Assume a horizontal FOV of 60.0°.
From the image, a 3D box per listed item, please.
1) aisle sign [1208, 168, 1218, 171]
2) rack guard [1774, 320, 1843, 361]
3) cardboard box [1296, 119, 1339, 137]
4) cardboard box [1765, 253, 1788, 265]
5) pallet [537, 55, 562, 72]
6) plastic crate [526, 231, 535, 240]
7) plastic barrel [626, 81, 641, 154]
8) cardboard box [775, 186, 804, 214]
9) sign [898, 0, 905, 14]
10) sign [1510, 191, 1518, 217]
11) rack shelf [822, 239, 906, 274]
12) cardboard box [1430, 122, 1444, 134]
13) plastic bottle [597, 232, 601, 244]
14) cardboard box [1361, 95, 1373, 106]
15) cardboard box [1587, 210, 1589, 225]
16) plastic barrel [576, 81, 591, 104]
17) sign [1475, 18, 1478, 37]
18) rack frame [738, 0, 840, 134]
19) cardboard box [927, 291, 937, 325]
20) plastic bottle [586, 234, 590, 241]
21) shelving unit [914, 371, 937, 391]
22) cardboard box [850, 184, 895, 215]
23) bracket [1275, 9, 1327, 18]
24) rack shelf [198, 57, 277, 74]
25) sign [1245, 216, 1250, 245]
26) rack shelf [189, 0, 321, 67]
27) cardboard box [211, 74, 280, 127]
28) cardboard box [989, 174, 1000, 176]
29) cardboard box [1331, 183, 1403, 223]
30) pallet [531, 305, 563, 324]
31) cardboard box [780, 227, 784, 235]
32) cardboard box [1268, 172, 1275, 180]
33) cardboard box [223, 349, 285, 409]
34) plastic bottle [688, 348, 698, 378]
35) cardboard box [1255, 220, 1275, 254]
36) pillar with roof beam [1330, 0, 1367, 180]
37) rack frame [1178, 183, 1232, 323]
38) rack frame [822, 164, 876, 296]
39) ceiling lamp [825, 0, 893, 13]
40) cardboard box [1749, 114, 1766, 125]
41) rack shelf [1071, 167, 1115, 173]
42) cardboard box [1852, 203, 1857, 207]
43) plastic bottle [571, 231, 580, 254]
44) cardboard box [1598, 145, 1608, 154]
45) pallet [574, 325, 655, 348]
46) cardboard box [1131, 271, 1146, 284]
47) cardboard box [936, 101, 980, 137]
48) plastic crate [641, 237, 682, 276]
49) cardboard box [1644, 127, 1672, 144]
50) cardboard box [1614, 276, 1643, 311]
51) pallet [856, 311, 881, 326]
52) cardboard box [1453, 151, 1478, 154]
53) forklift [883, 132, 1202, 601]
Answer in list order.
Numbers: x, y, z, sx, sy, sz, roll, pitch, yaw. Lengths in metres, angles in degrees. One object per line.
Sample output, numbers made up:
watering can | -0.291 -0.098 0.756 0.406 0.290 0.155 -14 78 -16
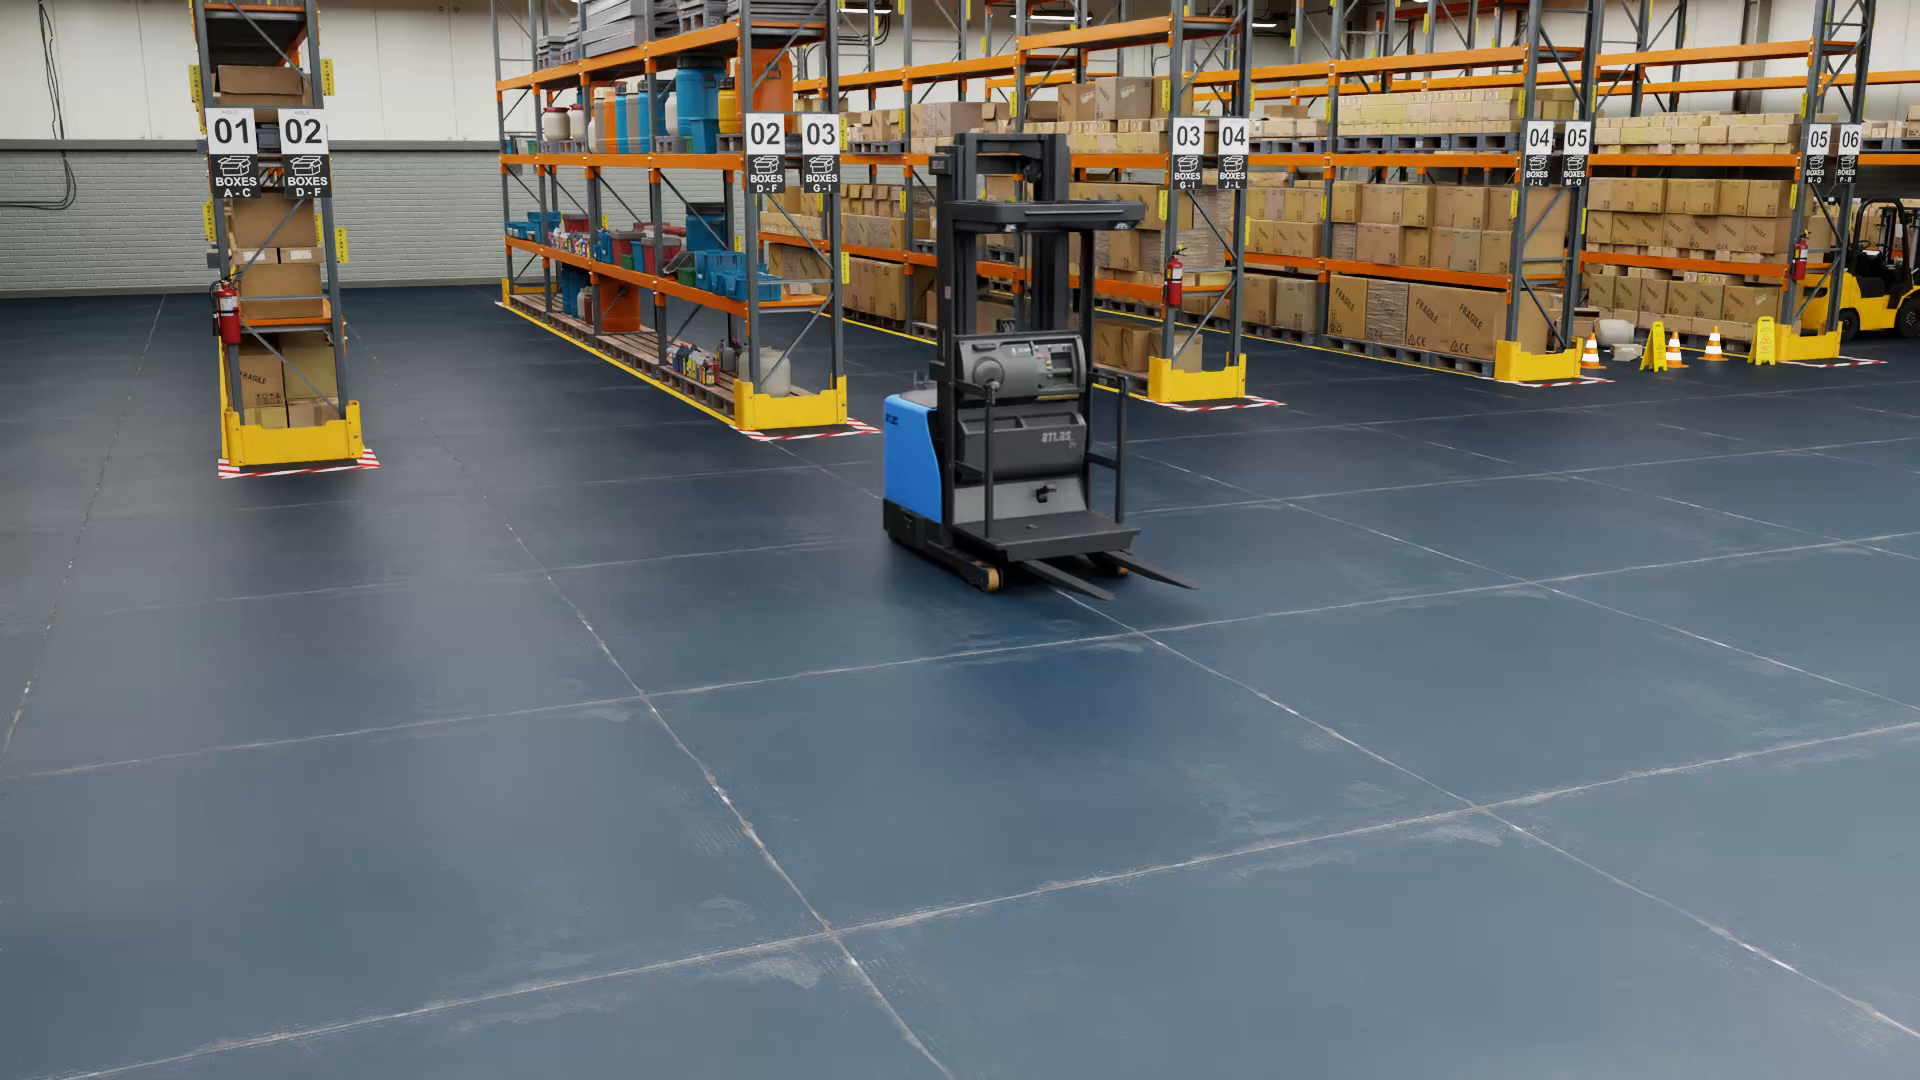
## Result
aisle sign | 5.747 -8.633 37.251 0.394 0.787 0.004 -6 14 -23
rack guard | 11.870 -2.815 23.426 1.175 0.500 0.348 -6 14 -23
cardboard box | 5.374 -6.149 24.813 0.500 0.250 0.500 -5 14 -22
cardboard box | 11.555 -3.953 23.355 0.380 0.149 0.250 -5 14 -21
pallet | -6.165 -7.622 26.651 1.003 0.211 1.213 -6 14 -23
plastic crate | -7.497 -5.388 29.448 0.293 0.136 0.466 -6 14 -23
plastic barrel | -3.984 -5.428 21.405 0.600 0.901 0.600 0 13 0
cardboard box | -3.230 -6.532 31.950 0.500 0.500 0.500 -6 14 -24
sign | -0.891 -8.179 25.330 0.100 0.325 0.005 -6 14 -23
sign | 6.903 -4.183 20.697 0.100 0.325 0.005 -6 14 -23
rack shelf | -1.185 -4.838 28.216 1.077 0.370 4.000 -6 14 -23
cardboard box | 6.454 -5.442 21.984 0.380 0.149 0.250 -6 14 -23
plastic bottle | -5.829 -4.845 26.935 0.097 0.271 0.097 0 13 0
cardboard box | 5.842 -6.146 23.255 0.380 0.149 0.250 -6 14 -23
cardboard box | 9.903 -5.317 26.877 0.500 0.500 0.500 -6 14 -24
plastic barrel | -5.701 -6.726 26.082 0.600 0.901 0.708 -6 14 -23
sign | 9.189 -9.138 29.647 0.100 0.325 0.005 -6 14 -23
rack frame | -1.718 -5.598 16.599 1.000 3.000 0.127 -6 14 -23
cardboard box | -0.097 -3.635 25.992 0.700 0.500 0.500 -6 15 -26
plastic bottle | -6.177 -4.990 27.719 0.097 0.201 0.097 0 13 0
shelving unit | -0.201 -0.679 12.643 0.258 1.200 0.189 -6 14 -25
cardboard box | -1.459 -5.865 28.612 0.797 0.503 0.637 -5 14 -22
bracket | 8.173 -13.718 43.701 0.076 0.066 5.218 -6 14 -23
rack shelf | -10.263 -6.672 23.722 1.077 0.370 4.000 -6 14 -23
sign | 3.318 -3.593 19.323 0.100 0.325 0.005 -6 14 -23
rack shelf | -7.059 -5.019 16.581 1.077 0.370 4.000 -6 14 -23
cardboard box | -7.316 -4.488 16.984 0.797 0.503 0.637 -4 14 -17
cardboard box | 0.933 -7.419 34.675 0.500 0.500 0.500 -6 14 -23
cardboard box | 5.920 -4.896 24.143 0.875 0.550 0.550 -6 14 -23
pallet | -6.855 -3.944 28.943 1.003 0.211 1.213 -6 14 -23
cardboard box | -3.231 -5.937 31.927 0.380 0.149 0.250 -6 14 -24
cardboard box | 6.582 -7.500 34.246 0.380 0.149 0.250 -6 14 -23
cardboard box | -6.745 -1.543 15.886 0.500 0.500 0.500 -6 14 -23
plastic bottle | -3.131 -2.094 19.665 0.144 0.351 0.185 -6 14 -23
cardboard box | 4.945 -4.717 25.877 0.500 0.500 0.500 -5 14 -22
pillar with roof beam | 5.839 -10.945 39.701 9.100 9.000 0.548 -6 14 -23
rack frame | 4.201 -5.202 28.195 1.000 3.000 0.127 -6 14 -23
rack frame | -1.986 -5.602 29.920 1.000 3.000 0.127 -6 14 -23
ceiling lamp | -2.341 -12.978 35.542 2.000 3.185 0.800 -6 14 -23
cardboard box | 11.308 -5.896 23.329 0.380 0.149 0.250 -6 14 -24
rack shelf | 1.798 -7.553 33.294 1.077 0.370 4.000 -6 14 -23
cardboard box | 14.999 -5.612 27.647 0.380 0.149 0.250 -6 14 -24
plastic bottle | -5.959 -4.622 25.796 0.144 0.351 0.185 -6 14 -23
cardboard box | 10.198 -6.095 25.959 0.380 0.149 0.250 -6 14 -24
pallet | -5.276 -3.128 25.419 1.003 0.211 1.213 -6 14 -23
cardboard box | 2.270 -3.139 19.837 0.380 0.149 0.250 -6 14 -23
cardboard box | -0.024 -6.200 24.524 0.500 0.500 0.500 -6 14 -25
plastic crate | -3.794 -3.605 21.152 0.402 0.464 0.583 -6 14 -23
cardboard box | 10.628 -6.051 24.883 0.500 0.250 0.500 -5 14 -22
cardboard box | 10.513 -3.818 25.719 0.500 0.500 0.500 -5 14 -21
pallet | -1.116 -3.838 28.485 1.003 0.211 1.213 -6 14 -23
cardboard box | 9.067 -6.984 29.018 0.700 0.500 0.500 -6 14 -23
forklift | 0.518 -1.197 11.042 1.130 2.935 3.031 -6 14 -25
